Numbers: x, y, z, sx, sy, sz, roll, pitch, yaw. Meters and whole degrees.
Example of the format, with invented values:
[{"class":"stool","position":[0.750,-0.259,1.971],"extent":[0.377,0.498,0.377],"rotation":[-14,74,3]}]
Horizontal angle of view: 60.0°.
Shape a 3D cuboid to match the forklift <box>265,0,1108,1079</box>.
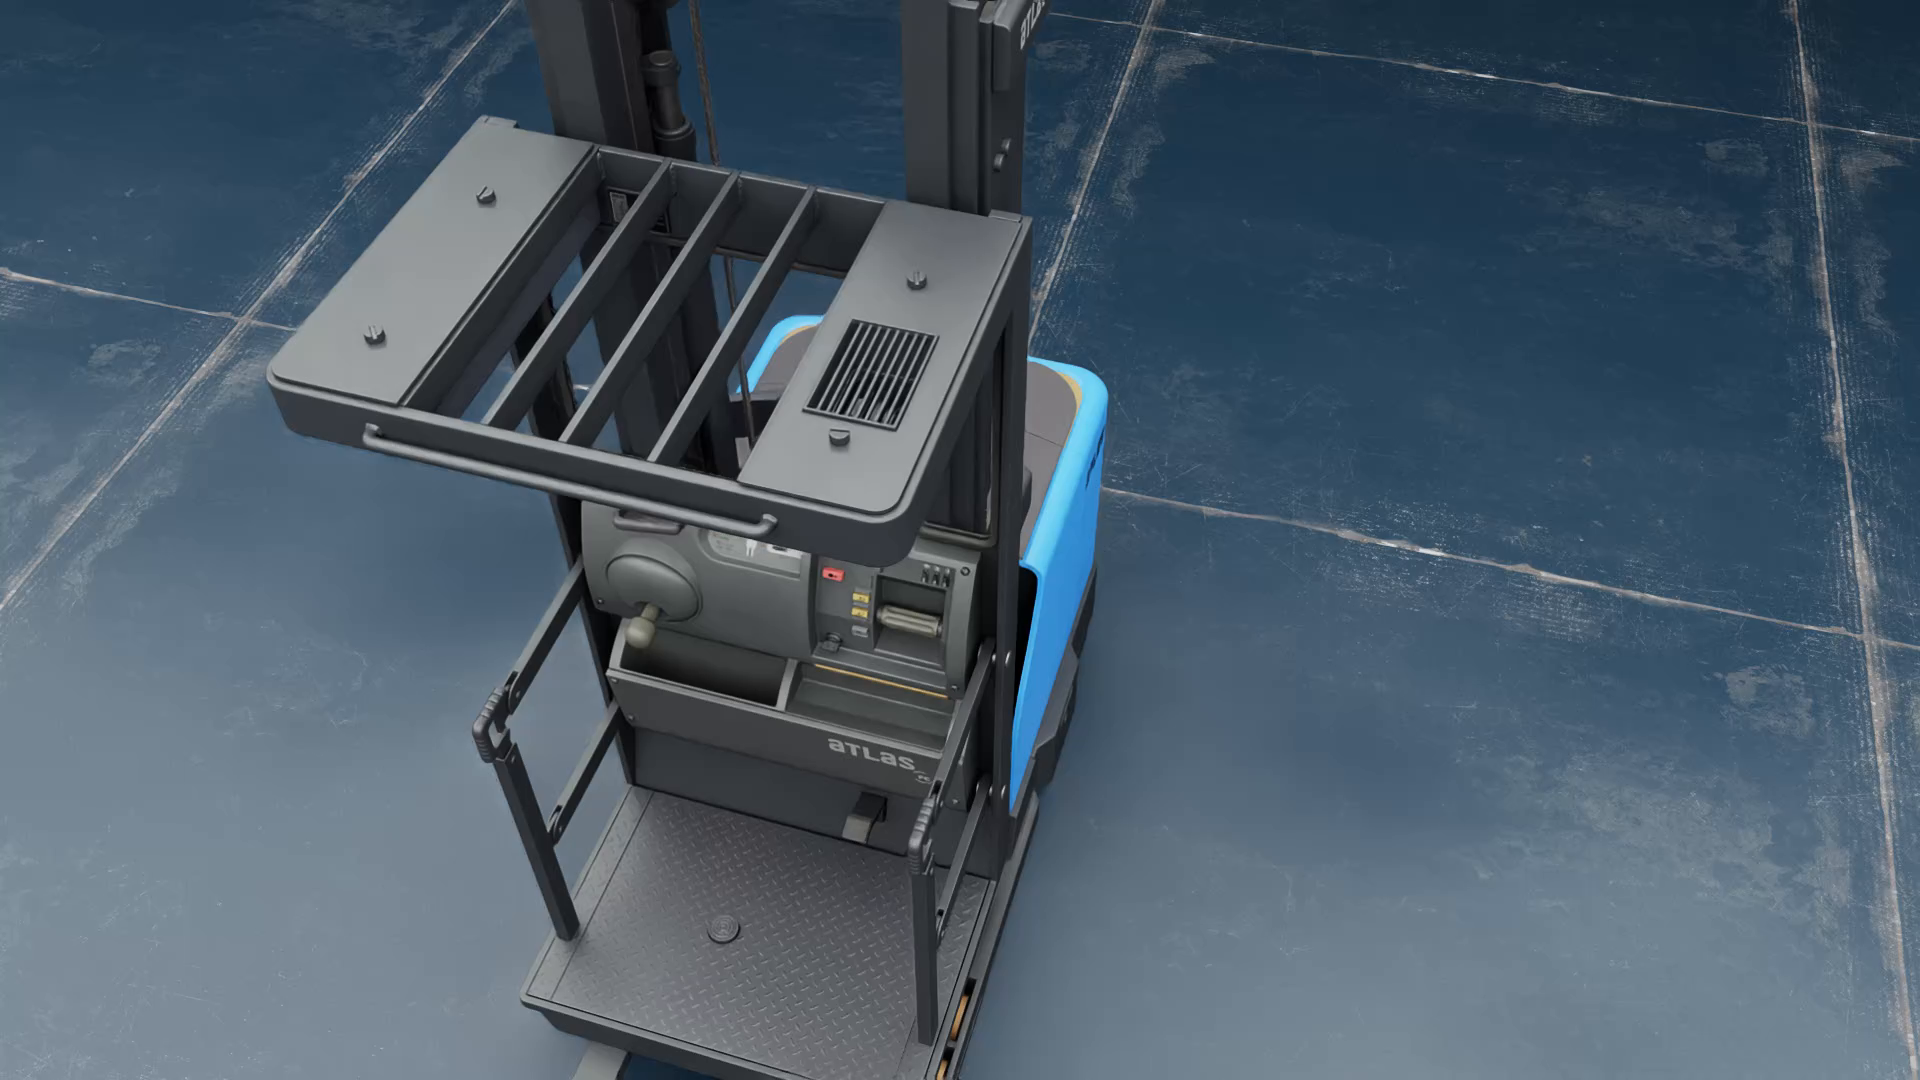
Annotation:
[{"class":"forklift","position":[-0.477,0.212,3.608],"extent":[1.130,2.935,3.031],"rotation":[13,50,11]}]
